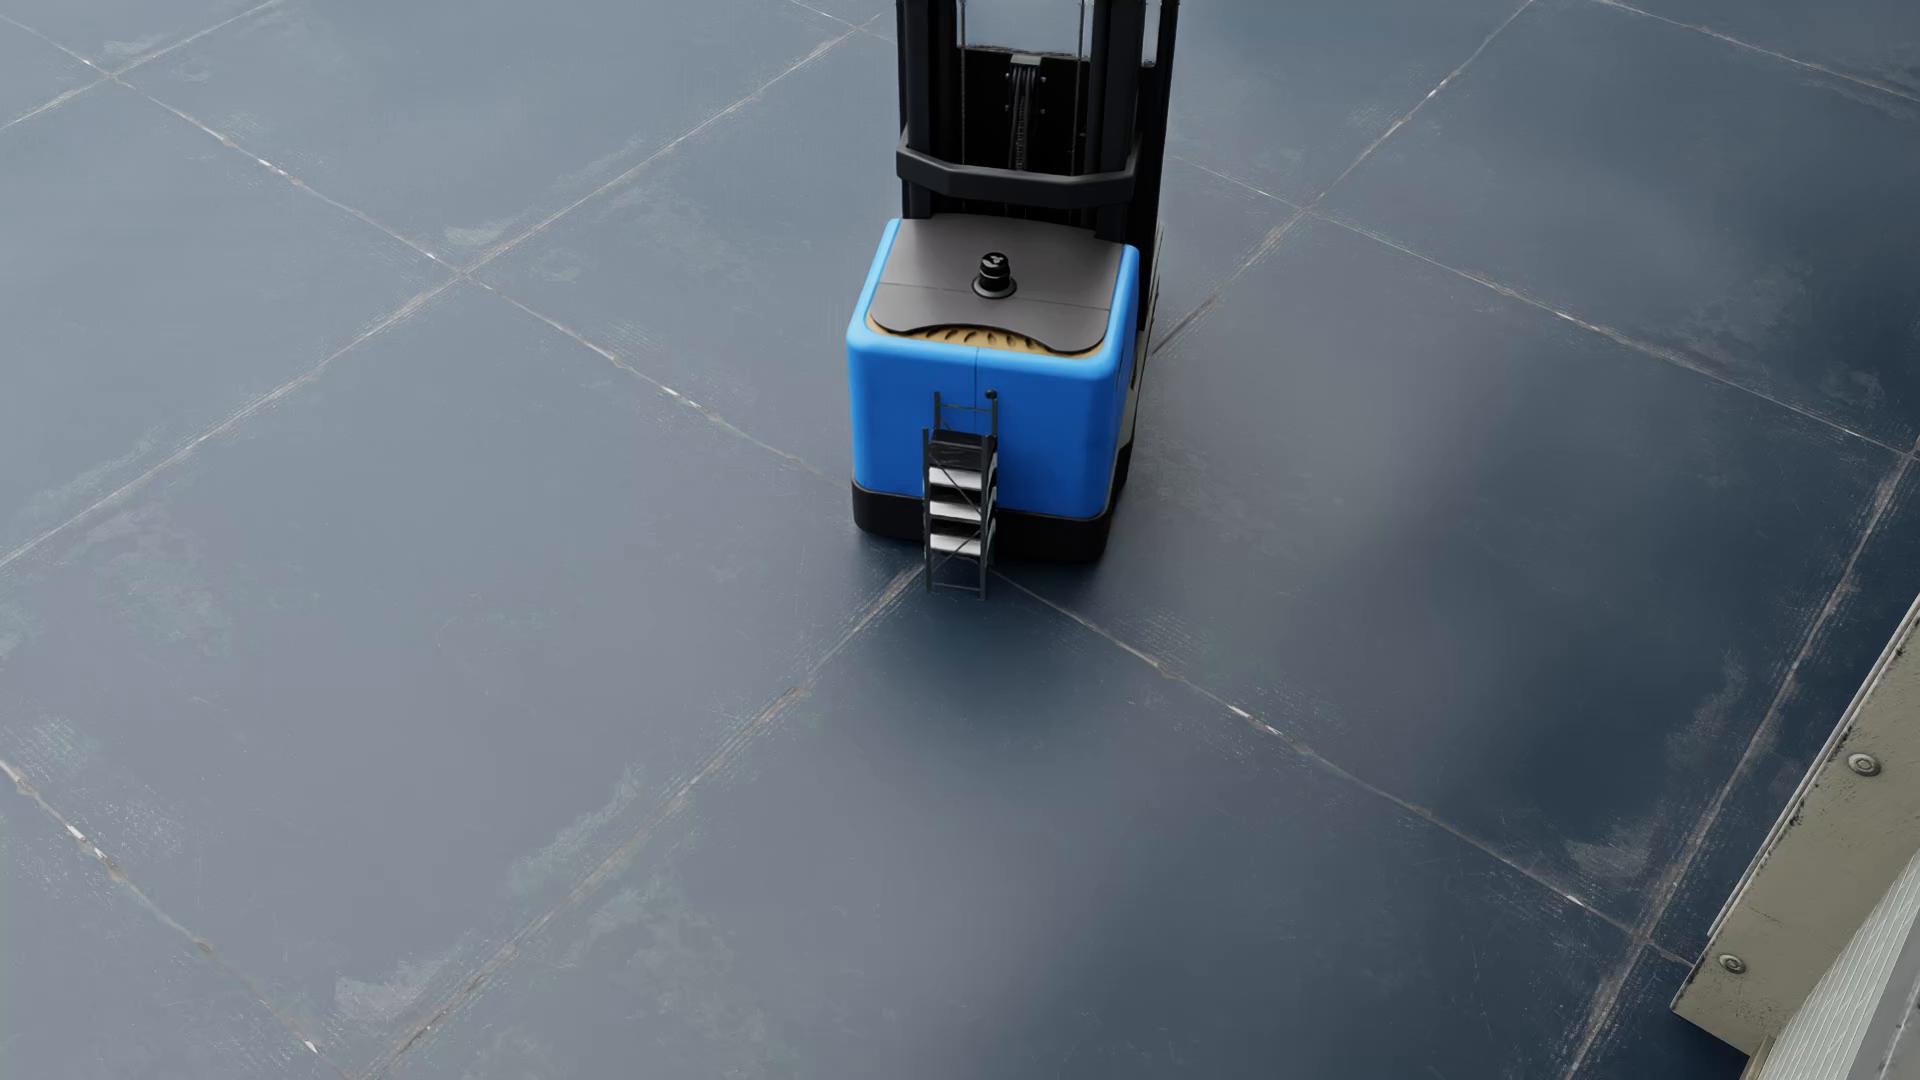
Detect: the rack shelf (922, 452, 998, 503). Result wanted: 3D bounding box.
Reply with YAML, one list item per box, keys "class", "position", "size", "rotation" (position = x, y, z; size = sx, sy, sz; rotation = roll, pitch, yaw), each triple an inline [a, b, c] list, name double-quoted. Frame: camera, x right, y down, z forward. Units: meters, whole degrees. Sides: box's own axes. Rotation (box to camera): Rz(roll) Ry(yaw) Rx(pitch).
- class: "rack shelf"
  position: [0.002, -0.255, 6.333]
  size: [0.258, 0.077, 0.200]
  rotation: [8, 47, 7]

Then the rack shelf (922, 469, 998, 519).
- class: "rack shelf"
  position: [0.002, -0.193, 6.398]
  size: [0.258, 0.077, 0.200]
  rotation: [8, 47, 7]

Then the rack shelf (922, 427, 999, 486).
- class: "rack shelf"
  position: [0.002, -0.317, 6.268]
  size: [0.258, 0.077, 0.200]
  rotation: [8, 47, 7]

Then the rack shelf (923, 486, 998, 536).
- class: "rack shelf"
  position: [0.002, -0.131, 6.463]
  size: [0.258, 0.077, 0.200]
  rotation: [8, 47, 7]

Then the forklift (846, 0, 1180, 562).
- class: "forklift"
  position: [0.342, -2.005, 6.803]
  size: [1.130, 2.935, 3.031]
  rotation: [8, 47, 7]

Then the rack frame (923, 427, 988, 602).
- class: "rack frame"
  position: [-0.018, -0.082, 6.370]
  size: [0.240, 0.900, 0.006]
  rotation: [8, 47, 7]

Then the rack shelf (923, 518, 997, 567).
- class: "rack shelf"
  position: [0.002, -0.007, 6.594]
  size: [0.258, 0.077, 0.200]
  rotation: [8, 47, 7]

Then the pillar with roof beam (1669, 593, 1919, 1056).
- class: "pillar with roof beam"
  position: [-0.841, -3.522, 4.055]
  size: [9.100, 9.000, 0.400]
  rotation: [29, 53, 25]

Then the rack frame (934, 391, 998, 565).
- class: "rack frame"
  position: [0.021, -0.226, 6.508]
  size: [0.240, 0.900, 0.006]
  rotation: [8, 47, 7]

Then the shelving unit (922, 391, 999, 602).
- class: "shelving unit"
  position: [0.002, -0.154, 6.439]
  size: [0.258, 0.900, 0.210]
  rotation: [8, 47, 7]

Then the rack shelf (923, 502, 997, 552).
- class: "rack shelf"
  position: [0.002, -0.069, 6.529]
  size: [0.258, 0.077, 0.200]
  rotation: [8, 47, 7]
